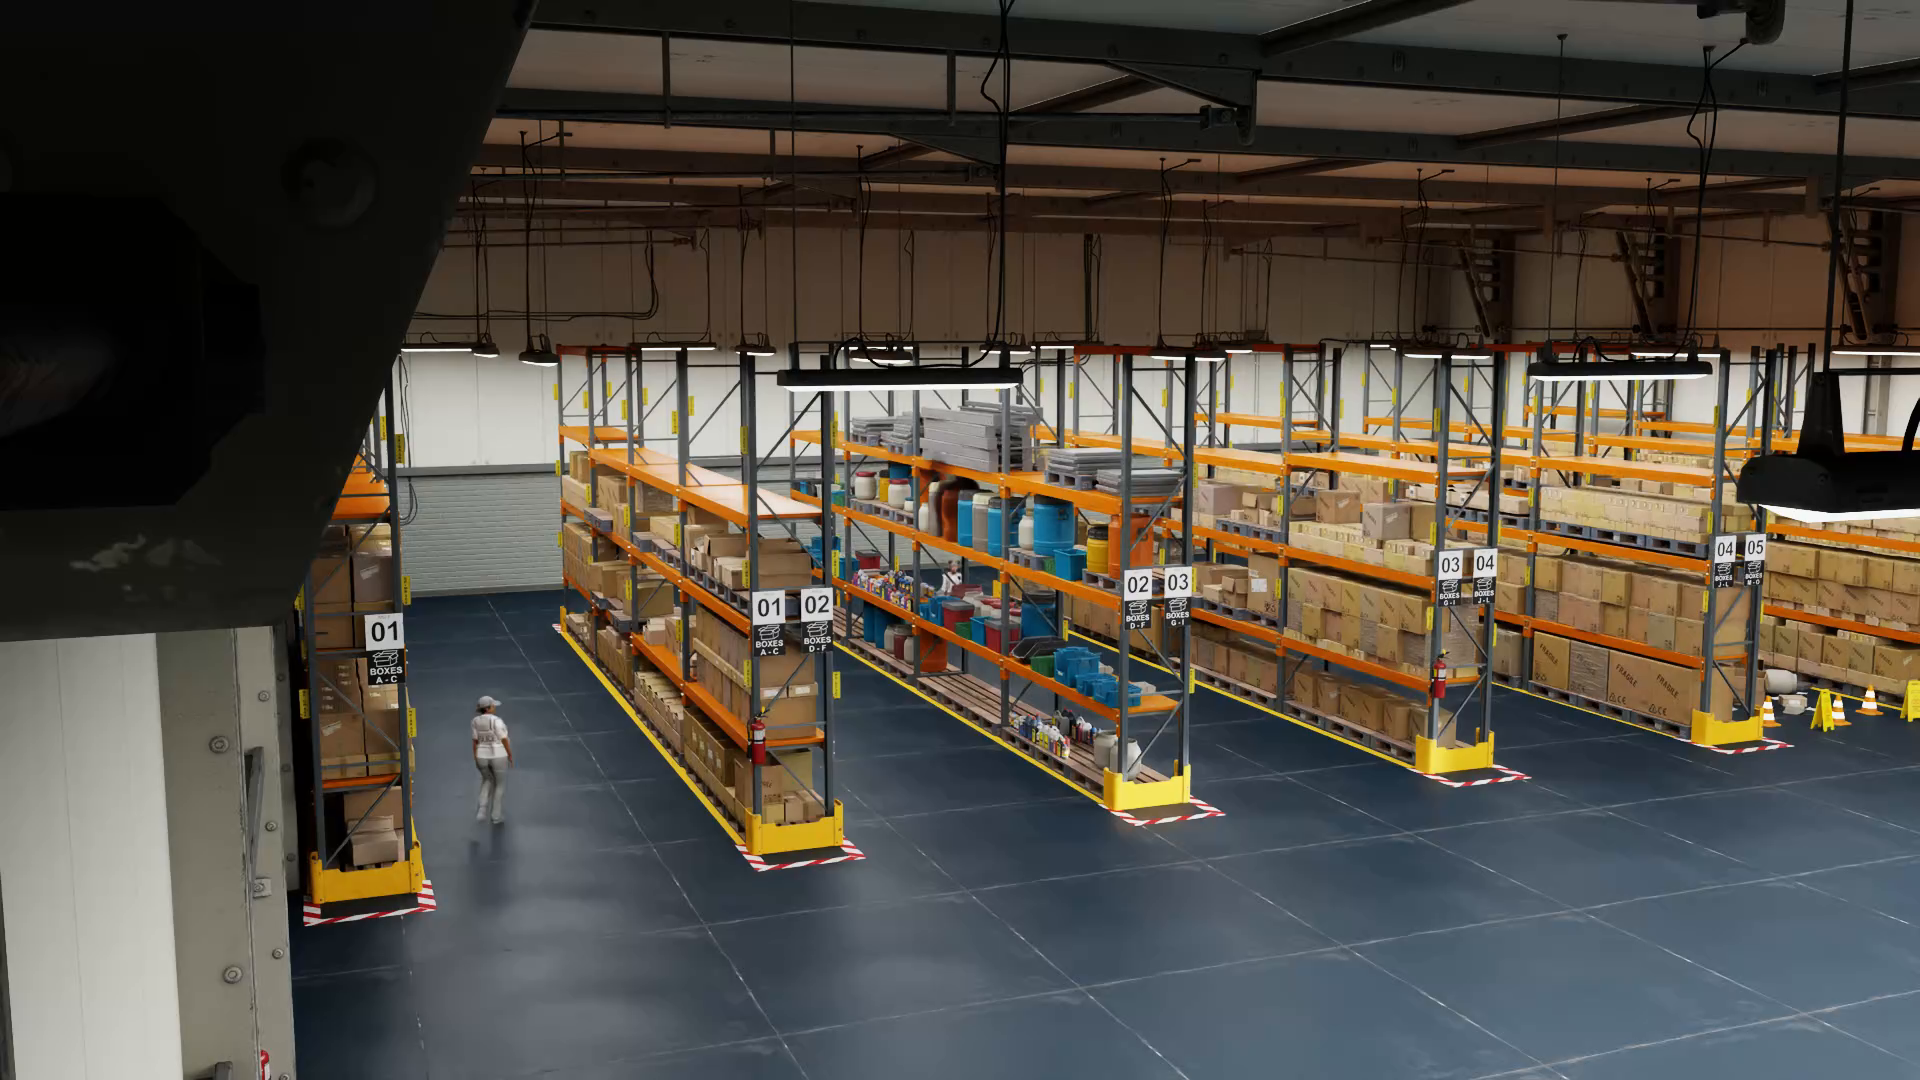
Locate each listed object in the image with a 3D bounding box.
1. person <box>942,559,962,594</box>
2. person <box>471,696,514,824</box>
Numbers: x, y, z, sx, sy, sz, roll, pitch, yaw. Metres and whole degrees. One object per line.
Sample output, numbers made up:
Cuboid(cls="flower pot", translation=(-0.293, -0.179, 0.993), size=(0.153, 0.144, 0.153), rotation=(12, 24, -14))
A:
Cuboid(cls="person", translation=(-0.127, 1.204, 33.955), size=(0.529, 1.645, 0.963), rotation=(-2, 8, -15))
Cuboid(cls="person", translation=(-5.961, 2.800, 21.305), size=(0.507, 1.663, 0.445), rotation=(2, 7, 14))
